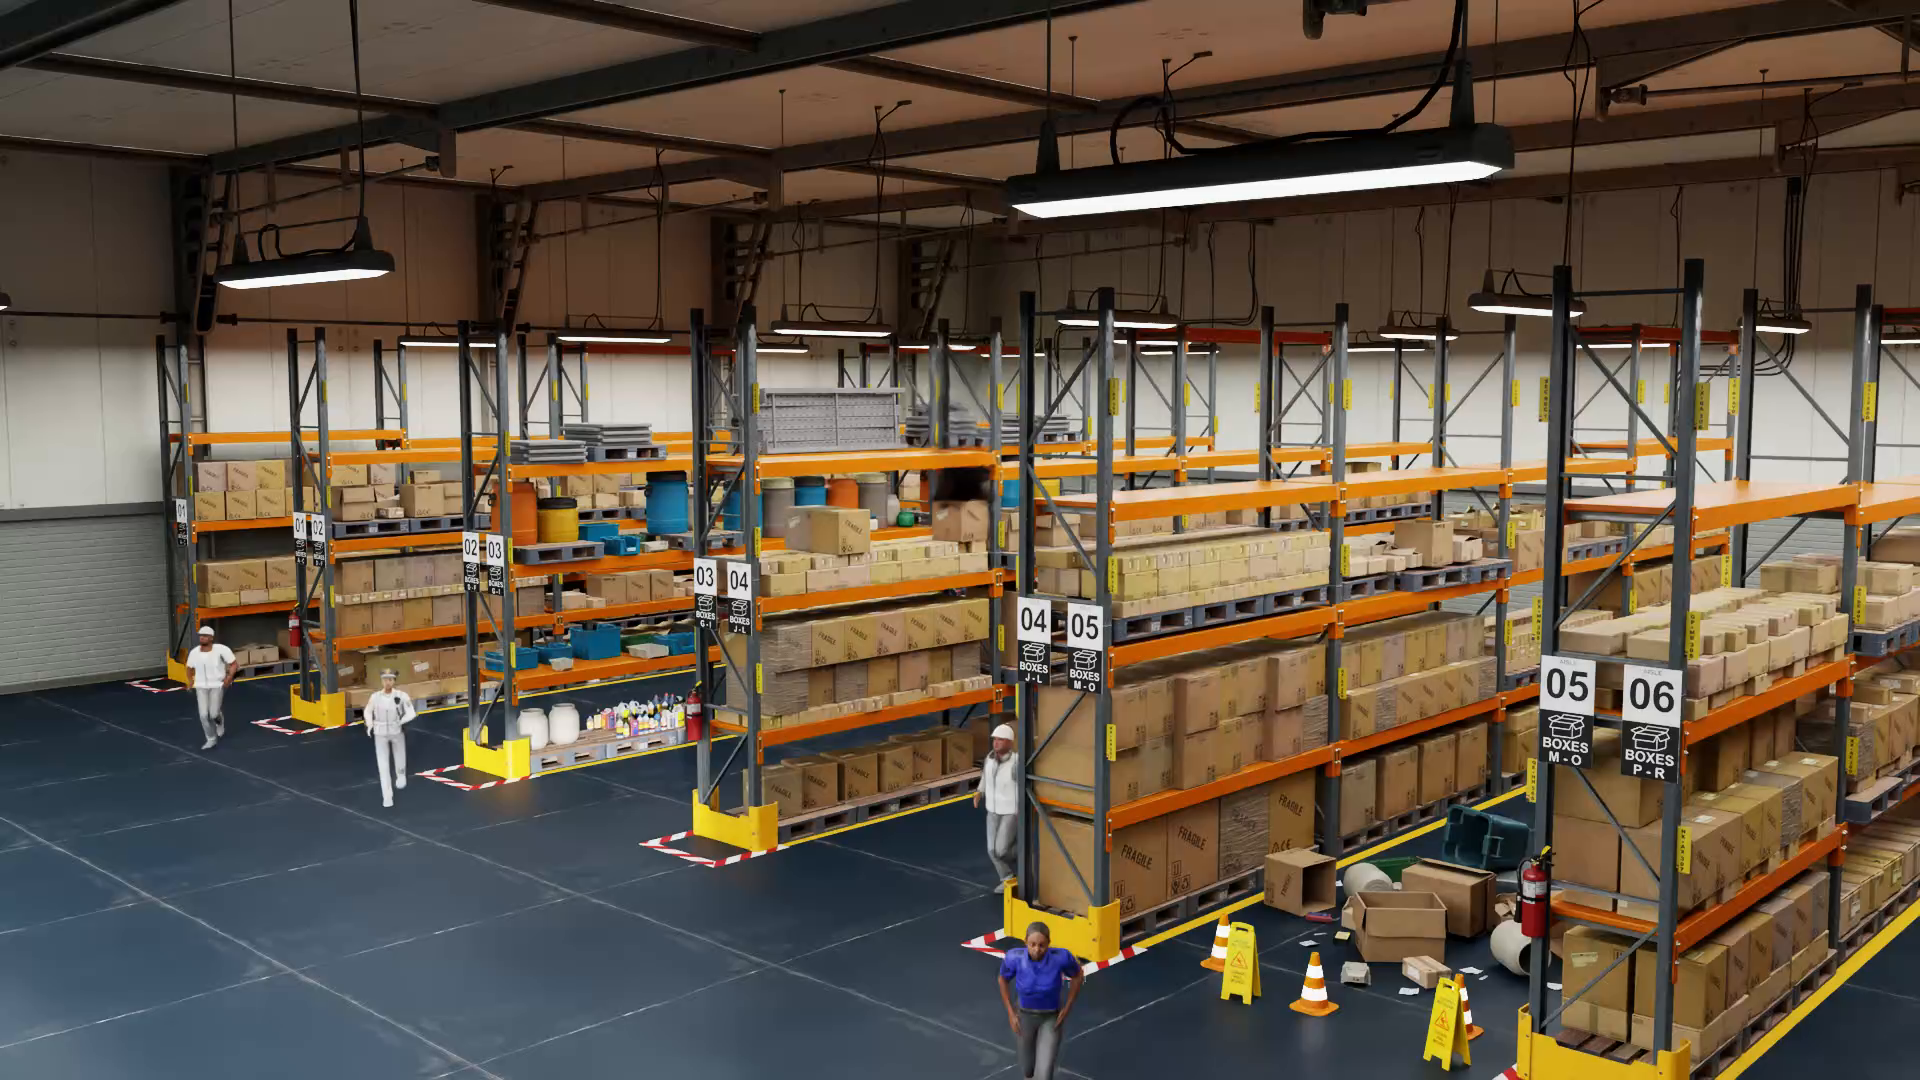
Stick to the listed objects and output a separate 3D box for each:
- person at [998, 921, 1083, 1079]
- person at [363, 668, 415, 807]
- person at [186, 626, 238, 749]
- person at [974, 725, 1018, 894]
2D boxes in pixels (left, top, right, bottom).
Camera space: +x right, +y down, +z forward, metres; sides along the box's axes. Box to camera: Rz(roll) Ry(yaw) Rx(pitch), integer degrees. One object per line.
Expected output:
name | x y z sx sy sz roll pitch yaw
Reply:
person | 0.555 3.324 11.516 0.582 1.614 0.890 0 5 1
person | -7.058 2.407 20.576 0.626 1.660 0.792 -1 6 -13
person | -10.680 2.087 23.708 0.696 1.729 0.552 0 5 -5
person | 0.450 2.726 16.876 0.676 1.724 0.597 5 7 42
